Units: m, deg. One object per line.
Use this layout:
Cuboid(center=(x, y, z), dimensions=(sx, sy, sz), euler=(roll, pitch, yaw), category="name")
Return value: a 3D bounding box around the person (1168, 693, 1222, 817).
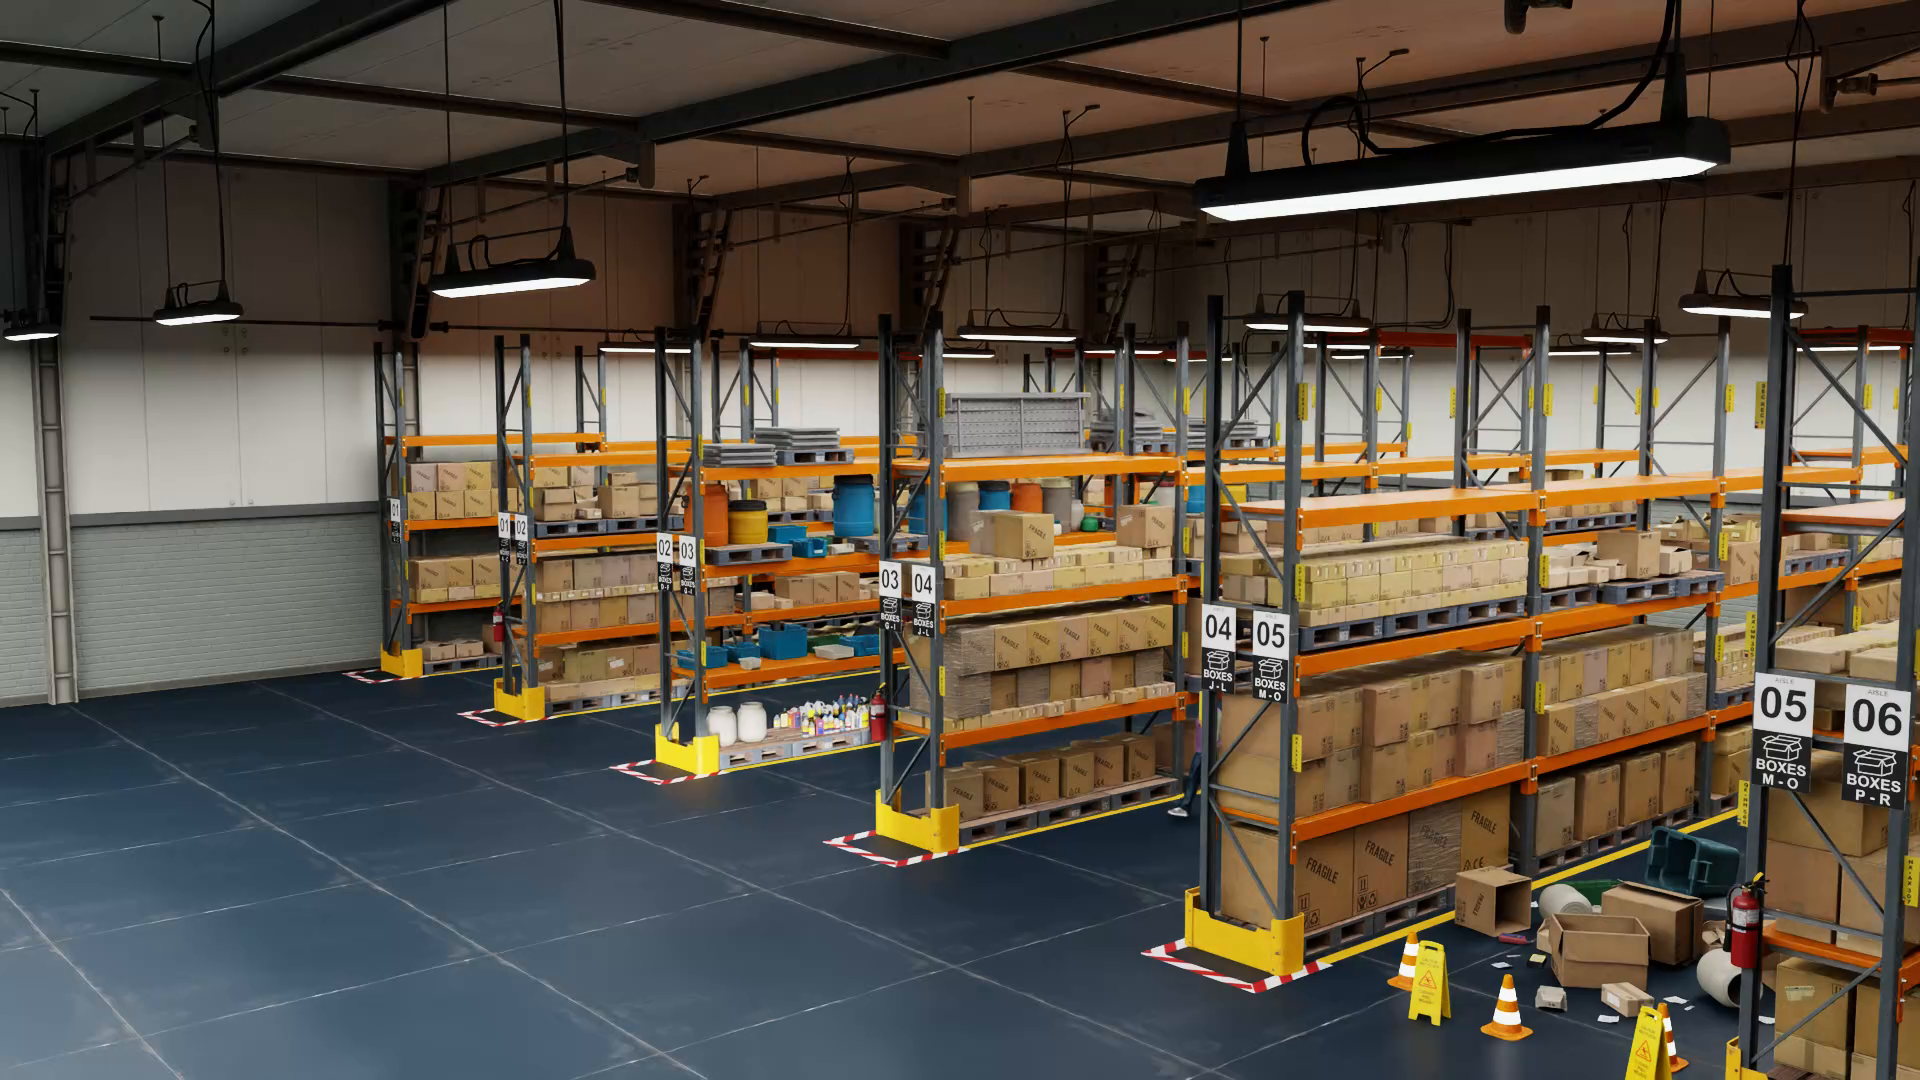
Cuboid(center=(2.931, 2.558, 19.946), dimensions=(0.926, 1.551, 0.430), euler=(-3, 6, -33), category="person")
